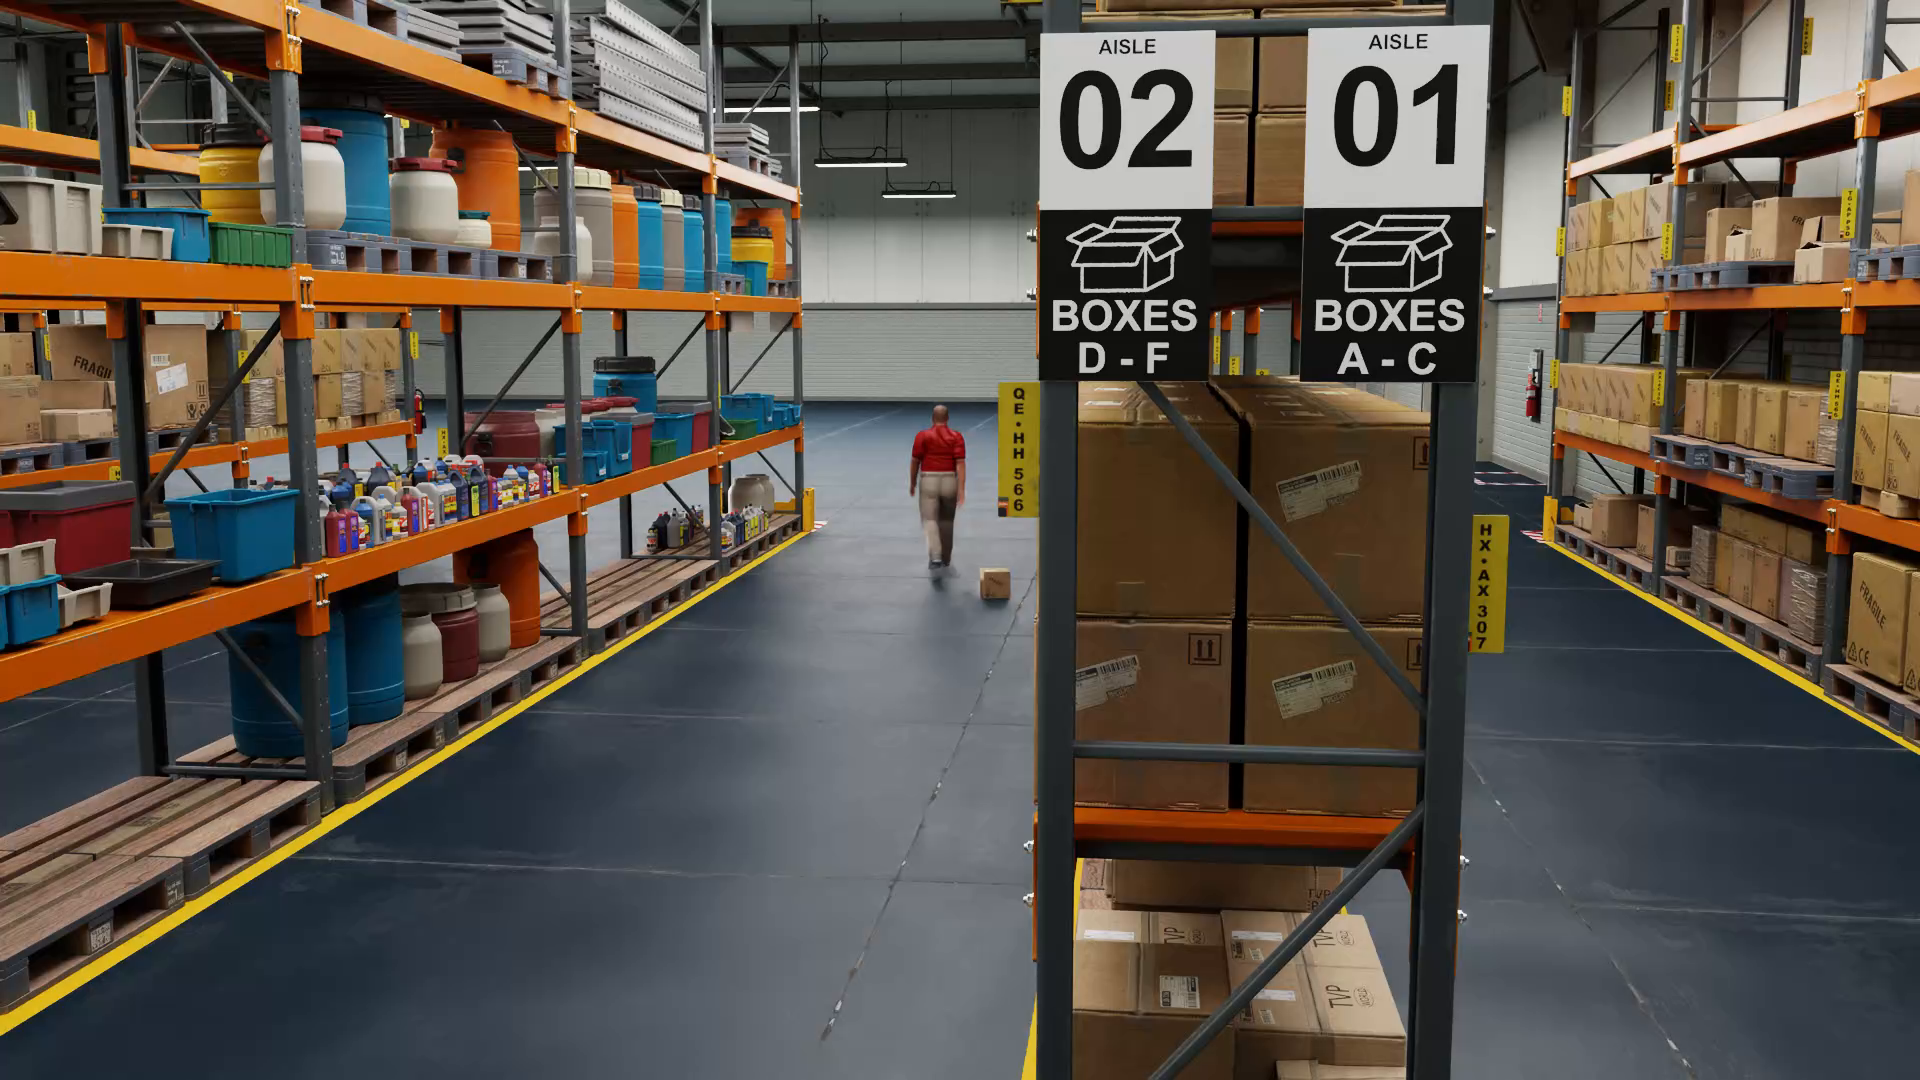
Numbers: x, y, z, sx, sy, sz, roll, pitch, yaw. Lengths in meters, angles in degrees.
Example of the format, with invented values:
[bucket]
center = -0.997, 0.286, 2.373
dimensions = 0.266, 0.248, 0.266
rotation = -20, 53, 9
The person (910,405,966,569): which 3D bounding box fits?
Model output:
[person]
center = -0.230, -0.538, 16.907
dimensions = 0.542, 1.679, 1.013
rotation = -1, 8, -10
